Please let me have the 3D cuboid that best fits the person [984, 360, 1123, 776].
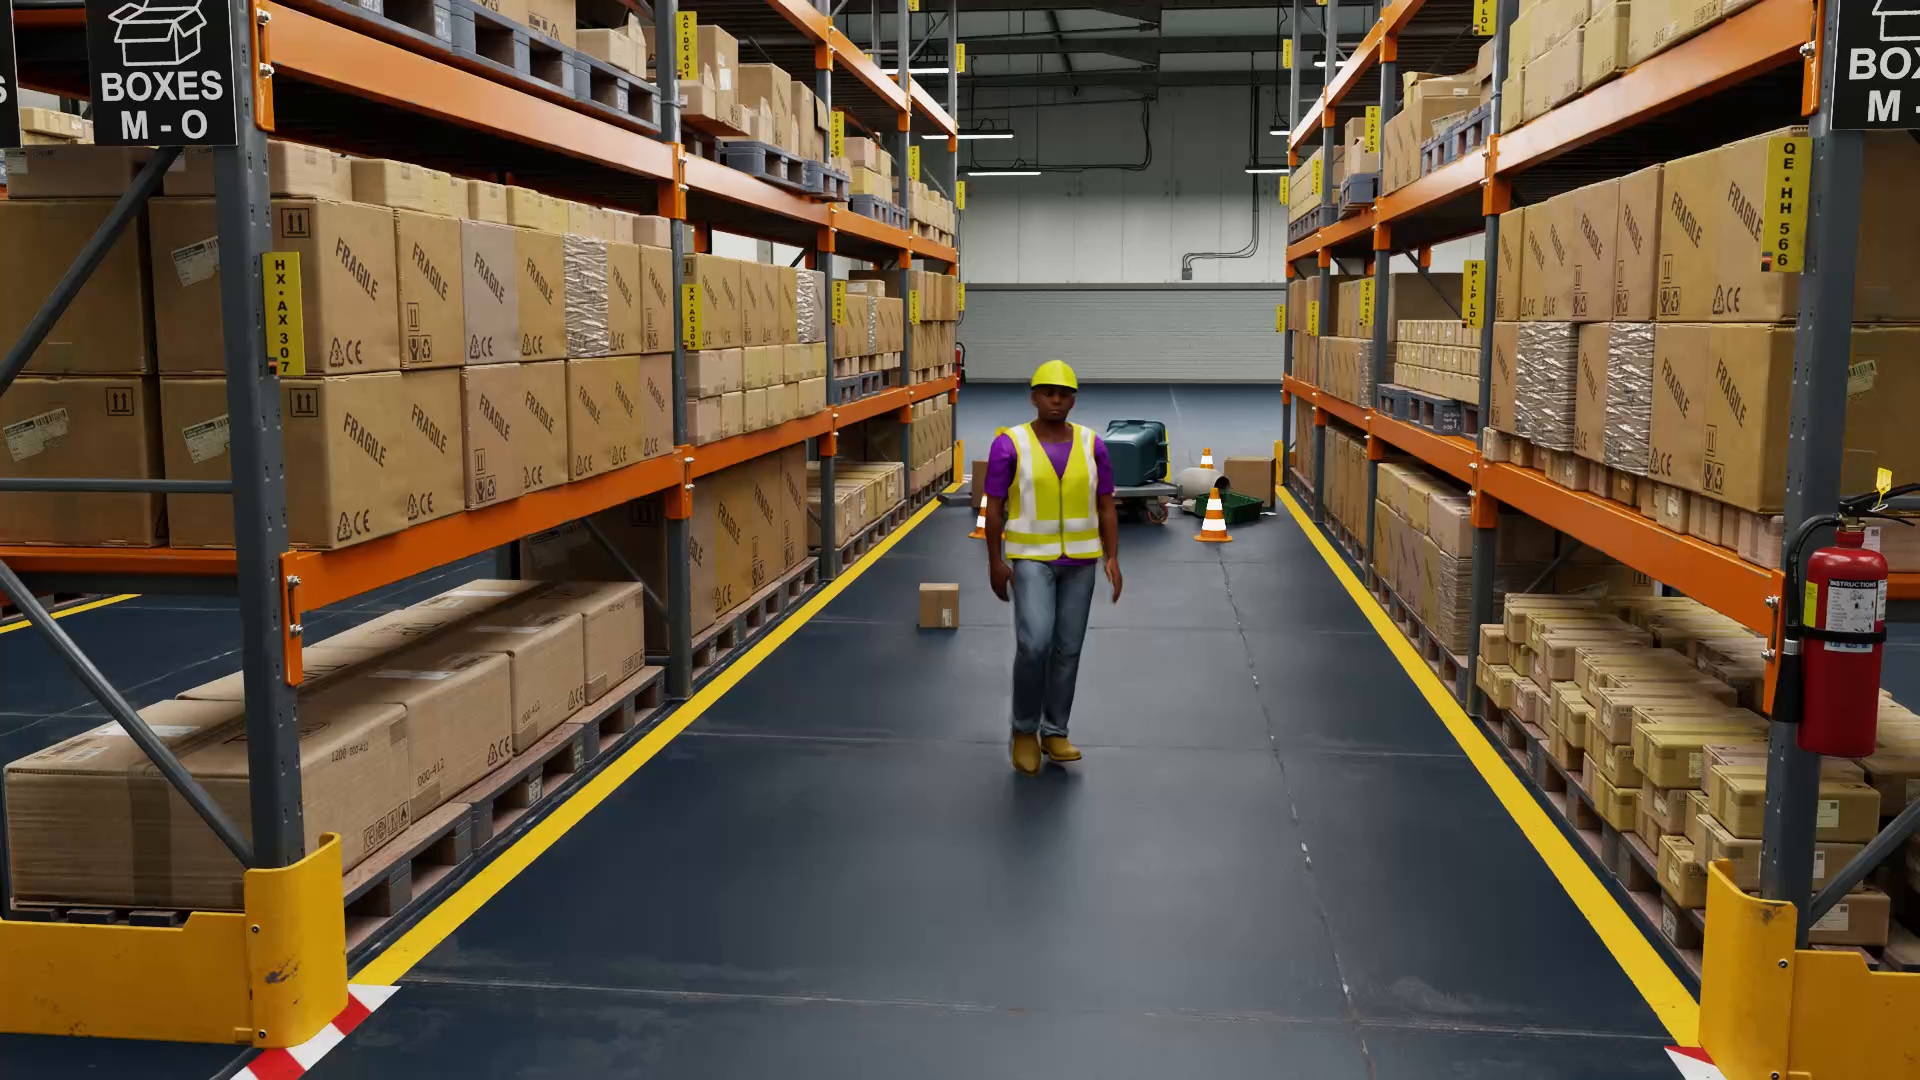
[{"bbox_3d":[0.421,0.124,7.210,0.568,1.799,0.476,-2,8,-14],"label":"person"}]
